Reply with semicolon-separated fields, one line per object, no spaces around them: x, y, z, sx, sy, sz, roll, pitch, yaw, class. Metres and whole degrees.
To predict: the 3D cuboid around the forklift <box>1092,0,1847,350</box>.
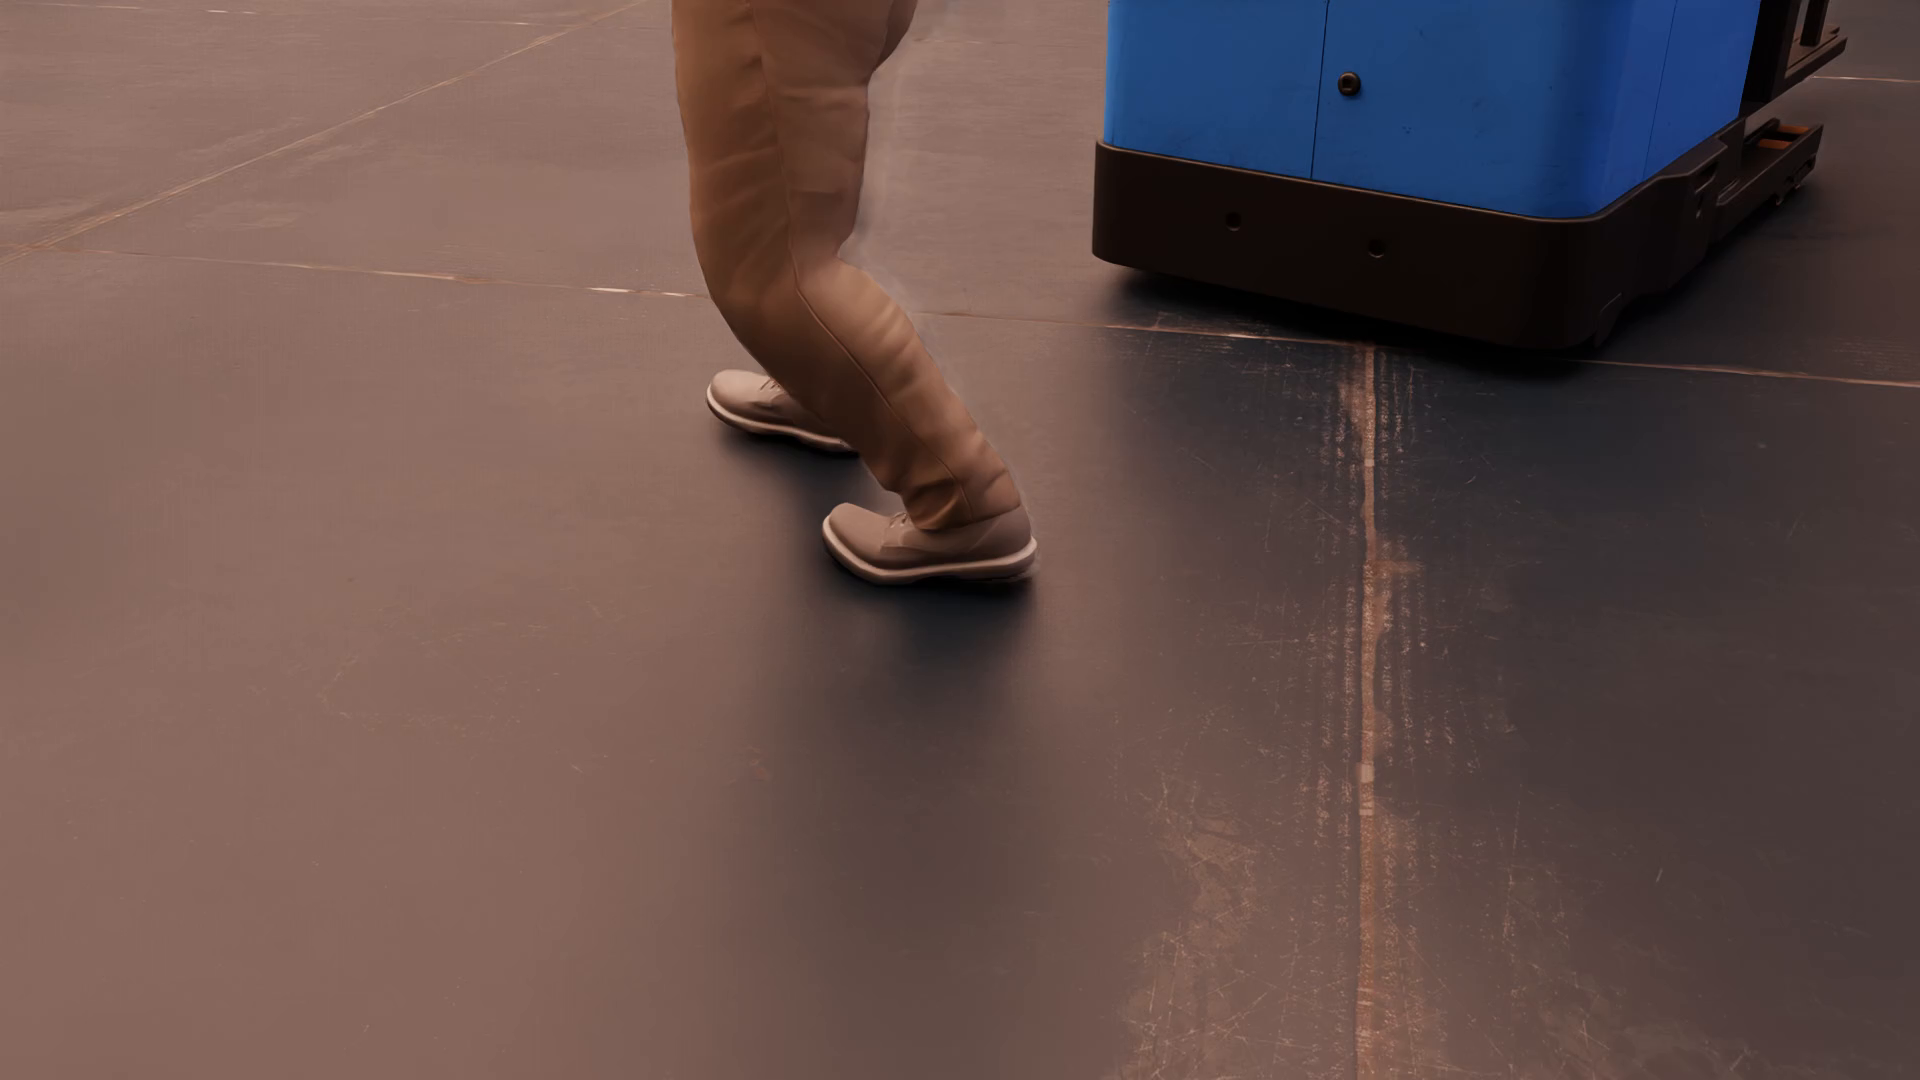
1.564;-2.258;3.722;1.130;2.935;3.031;18;32;32;forklift

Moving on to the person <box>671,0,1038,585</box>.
-0.246;-0.821;2.337;0.861;1.605;0.773;6;27;12;person
